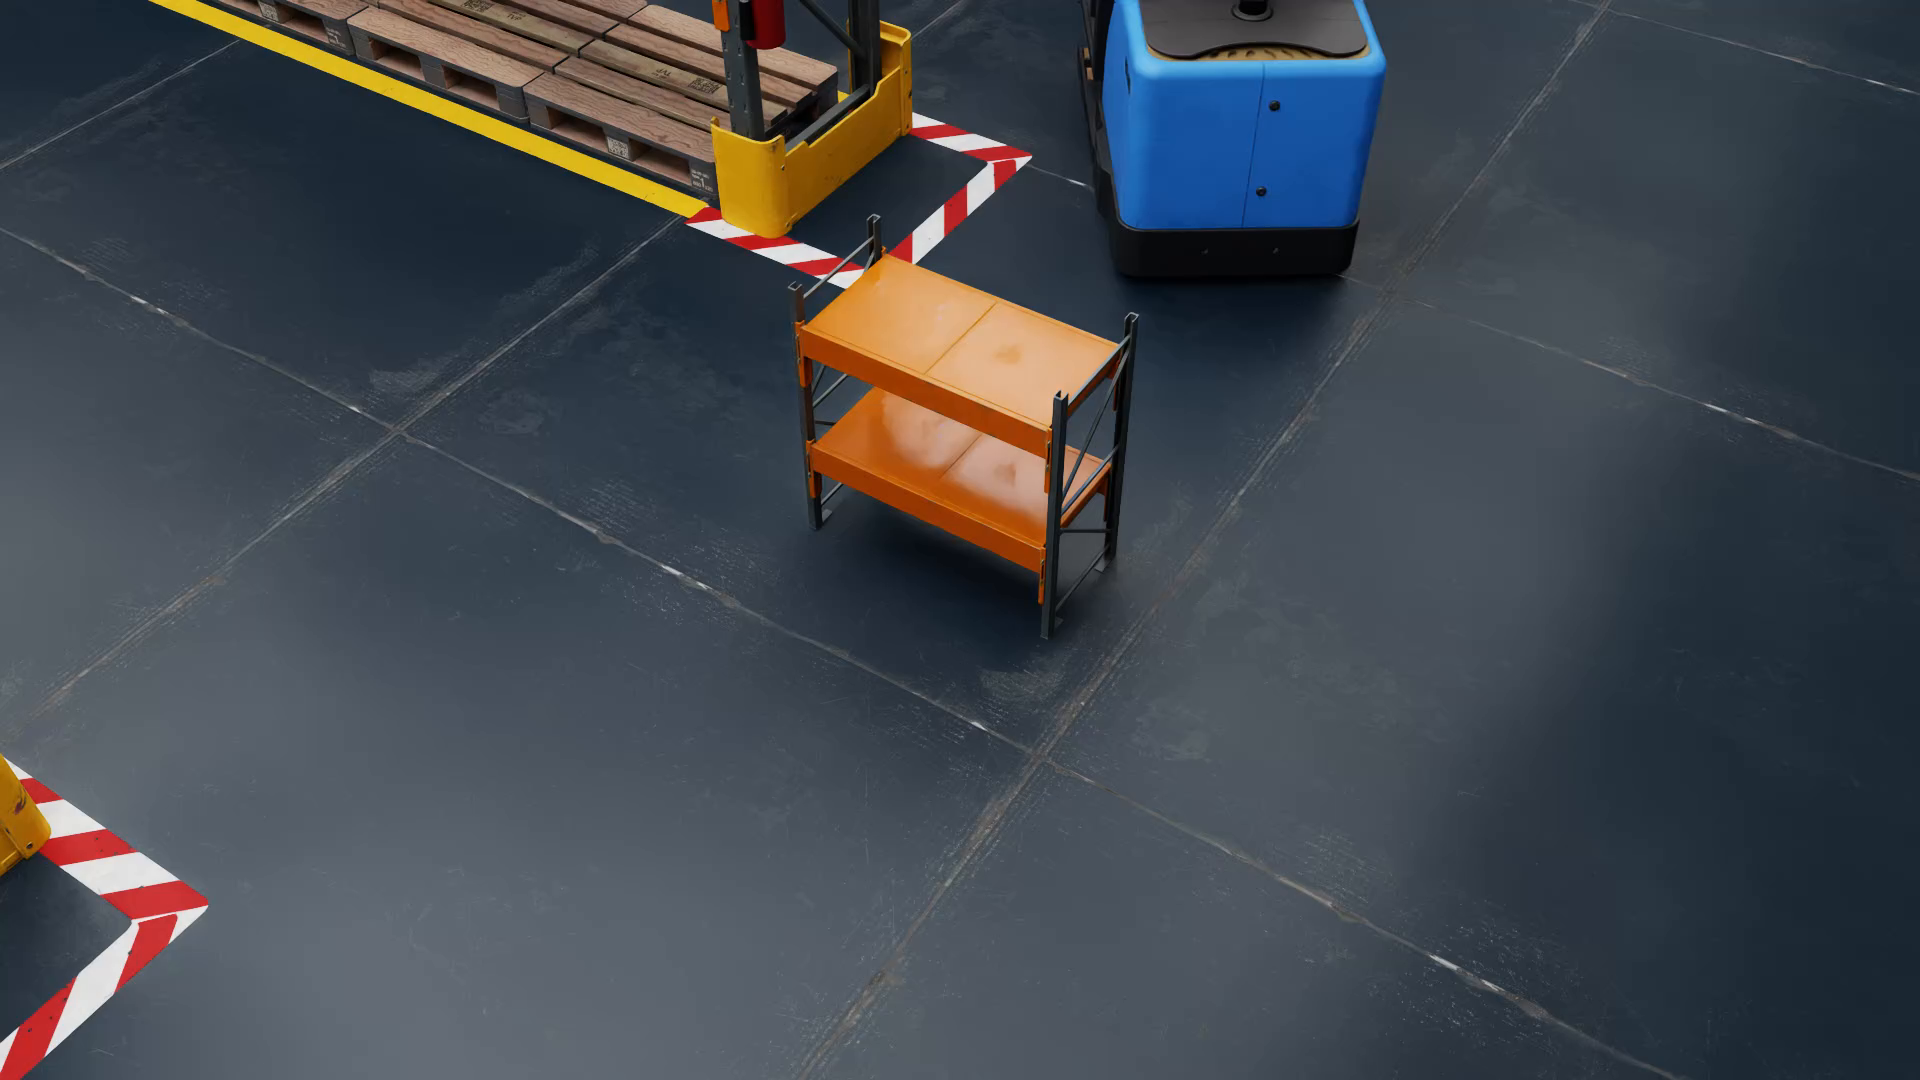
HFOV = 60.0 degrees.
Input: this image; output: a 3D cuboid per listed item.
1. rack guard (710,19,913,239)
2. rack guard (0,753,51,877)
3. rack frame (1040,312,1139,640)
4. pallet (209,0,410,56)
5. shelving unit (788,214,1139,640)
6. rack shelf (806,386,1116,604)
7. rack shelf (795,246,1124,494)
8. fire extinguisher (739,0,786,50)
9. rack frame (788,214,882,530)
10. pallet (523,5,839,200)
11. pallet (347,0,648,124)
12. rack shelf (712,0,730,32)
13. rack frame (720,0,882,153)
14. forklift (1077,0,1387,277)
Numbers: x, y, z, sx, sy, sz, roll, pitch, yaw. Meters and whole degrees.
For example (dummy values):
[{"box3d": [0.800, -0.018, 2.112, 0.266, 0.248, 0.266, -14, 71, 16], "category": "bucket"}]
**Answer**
[{"box3d": [-0.669, -1.949, 7.795, 0.348, 0.500, 1.175, 25, 51, 22], "category": "rack guard"}, {"box3d": [-3.349, 1.049, 4.882, 0.348, 0.500, 1.175, 25, 51, 22], "category": "rack guard"}, {"box3d": [0.434, -0.193, 5.653, 0.032, 1.125, 0.500, 25, 51, 22], "category": "rack frame"}, {"box3d": [-3.423, -3.137, 9.151, 1.213, 0.211, 1.003, 25, 51, 22], "category": "pallet"}, {"box3d": [0.006, -0.389, 5.844, 1.048, 1.125, 0.538, 25, 51, 22], "category": "shelving unit"}, {"box3d": [0.006, -0.219, 6.019, 1.000, 0.278, 0.538, 25, 51, 22], "category": "rack shelf"}, {"box3d": [0.006, -0.593, 5.634, 1.000, 0.278, 0.538, 25, 51, 22], "category": "rack shelf"}, {"box3d": [-0.814, -2.332, 6.738, 0.183, 0.674, 0.296, 25, 51, 22], "category": "fire extinguisher"}, {"box3d": [-0.422, -0.586, 6.035, 0.032, 1.125, 0.500, 25, 51, 22], "category": "rack frame"}, {"box3d": [-1.369, -2.192, 8.233, 1.213, 0.211, 1.003, 25, 51, 22], "category": "pallet"}, {"box3d": [-2.392, -2.665, 8.693, 1.213, 0.211, 1.003, 25, 51, 22], "category": "pallet"}, {"box3d": [-2.379, -3.345, 7.910, 4.000, 0.370, 1.077, 25, 51, 22], "category": "rack shelf"}, {"box3d": [-0.696, -2.821, 6.900, 0.127, 3.000, 1.000, 25, 51, 22], "category": "rack frame"}, {"box3d": [1.170, -3.214, 7.329, 1.130, 2.935, 3.031, -1, 46, -1], "category": "forklift"}]
